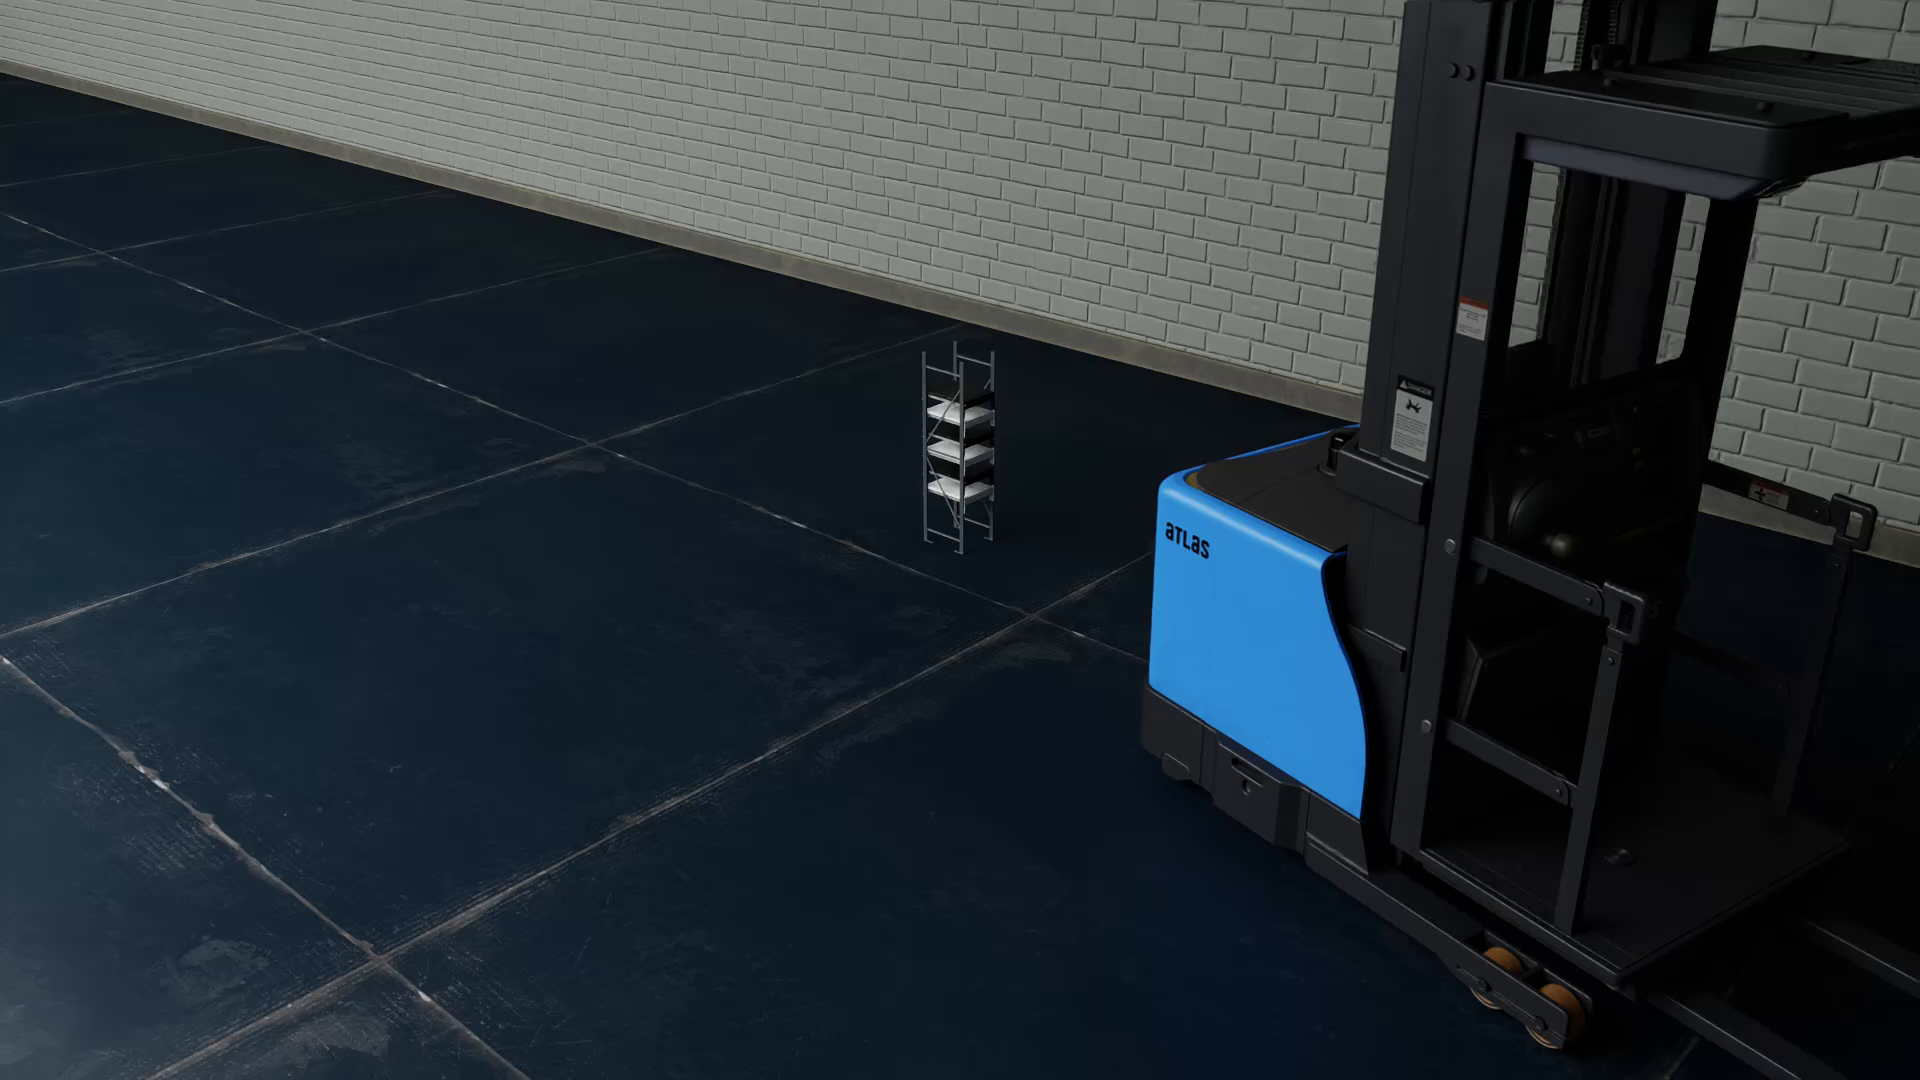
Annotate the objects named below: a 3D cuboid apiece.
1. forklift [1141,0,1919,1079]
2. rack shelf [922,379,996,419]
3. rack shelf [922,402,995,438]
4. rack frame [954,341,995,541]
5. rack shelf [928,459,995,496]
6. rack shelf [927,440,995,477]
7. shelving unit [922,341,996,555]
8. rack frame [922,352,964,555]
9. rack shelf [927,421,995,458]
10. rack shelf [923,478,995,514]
[{"bbox_3d":[1.875,-0.178,4.427,1.130,2.935,3.031,-15,28,-31],"label":"forklift"},{"bbox_3d":[-0.005,-0.624,7.326,0.258,0.077,0.200,20,31,38],"label":"rack shelf"},{"bbox_3d":[-0.005,-0.542,7.362,0.258,0.077,0.200,20,31,38],"label":"rack shelf"},{"bbox_3d":[0.062,-0.439,7.492,0.240,0.900,0.006,20,31,38],"label":"rack frame"},{"bbox_3d":[-0.005,-0.296,7.473,0.258,0.077,0.200,20,31,38],"label":"rack shelf"},{"bbox_3d":[-0.005,-0.378,7.436,0.258,0.077,0.200,20,31,38],"label":"rack shelf"},{"bbox_3d":[-0.005,-0.408,7.422,0.258,0.900,0.210,20,31,38],"label":"shelving unit"},{"bbox_3d":[-0.073,-0.377,7.353,0.240,0.900,0.006,20,31,38],"label":"rack frame"},{"bbox_3d":[-0.005,-0.460,7.399,0.258,0.077,0.200,20,31,38],"label":"rack shelf"},{"bbox_3d":[-0.005,-0.213,7.510,0.258,0.077,0.200,20,31,38],"label":"rack shelf"}]
